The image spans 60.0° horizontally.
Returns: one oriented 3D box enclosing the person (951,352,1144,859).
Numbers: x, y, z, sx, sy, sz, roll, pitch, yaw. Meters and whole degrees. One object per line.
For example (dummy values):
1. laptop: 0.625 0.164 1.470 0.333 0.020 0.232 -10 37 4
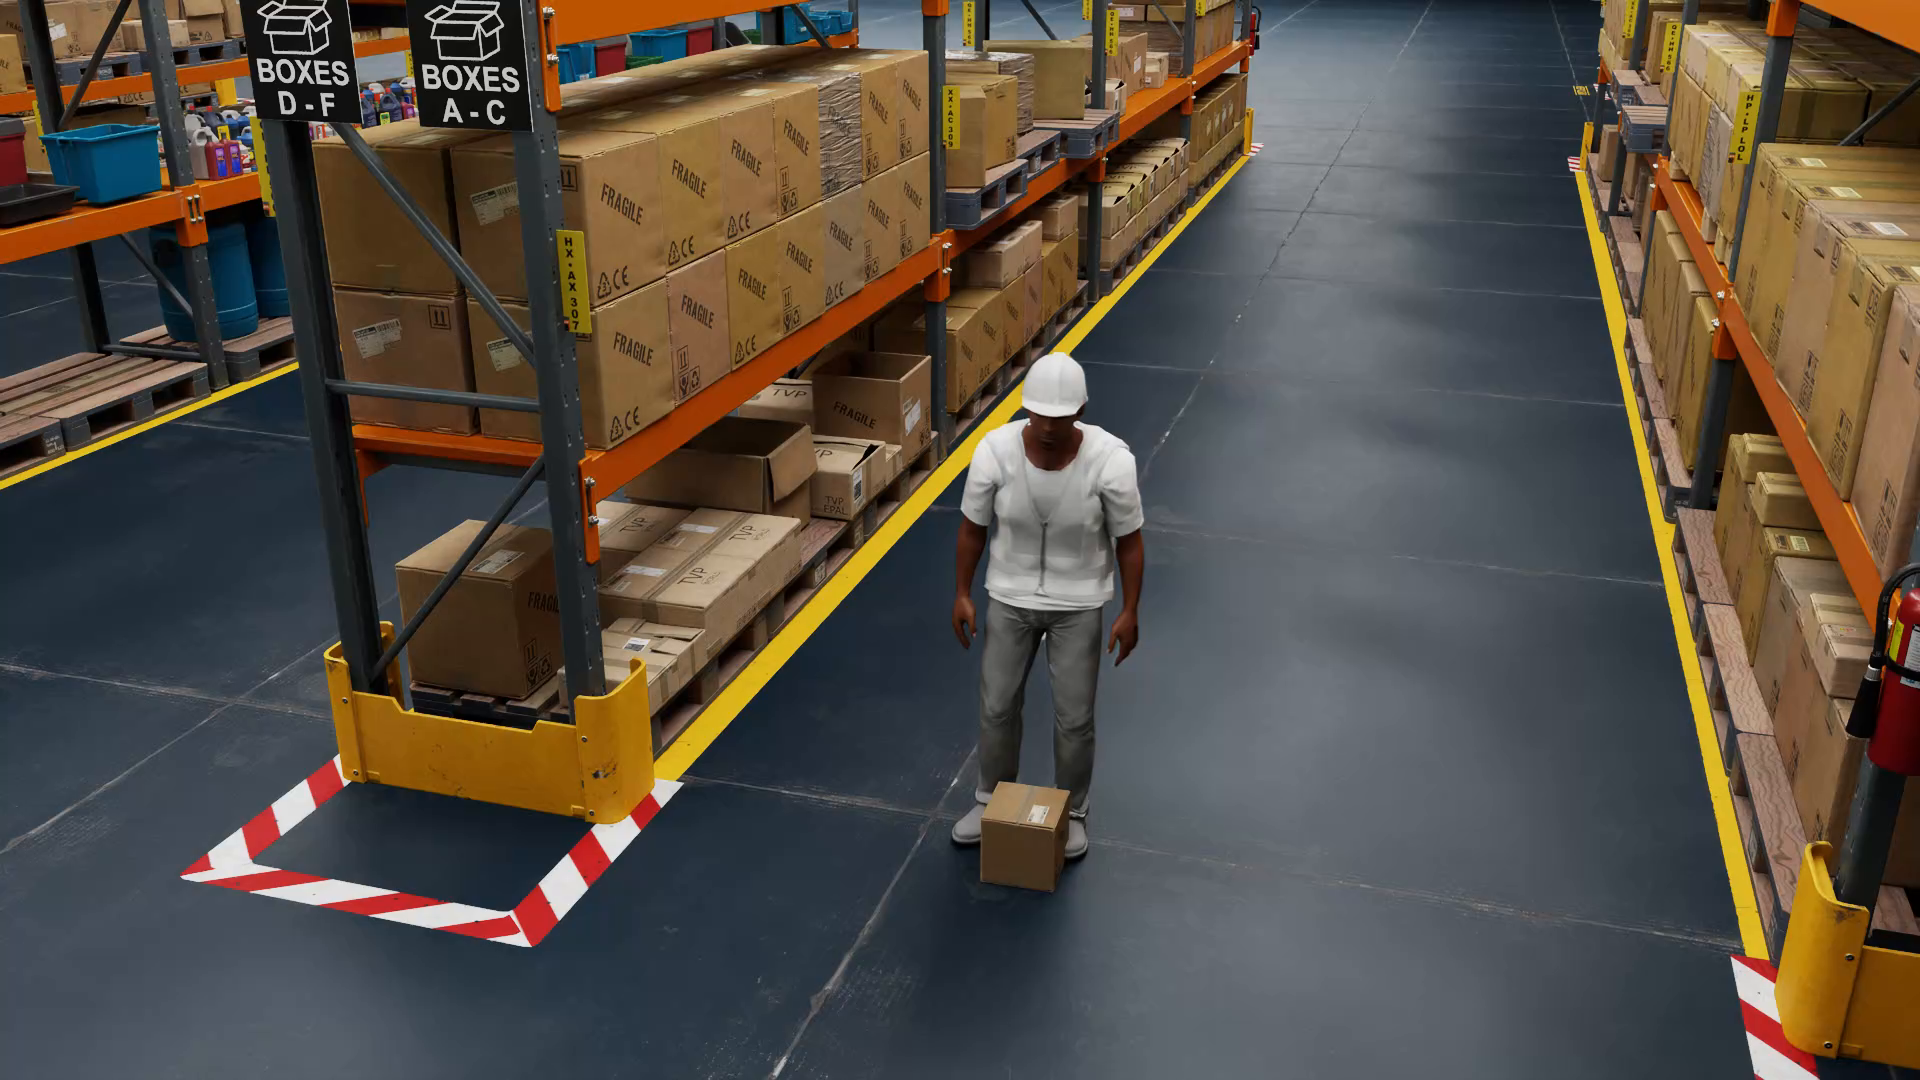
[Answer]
1. person: 0.284 0.218 5.522 0.633 1.759 0.462 5 22 12
